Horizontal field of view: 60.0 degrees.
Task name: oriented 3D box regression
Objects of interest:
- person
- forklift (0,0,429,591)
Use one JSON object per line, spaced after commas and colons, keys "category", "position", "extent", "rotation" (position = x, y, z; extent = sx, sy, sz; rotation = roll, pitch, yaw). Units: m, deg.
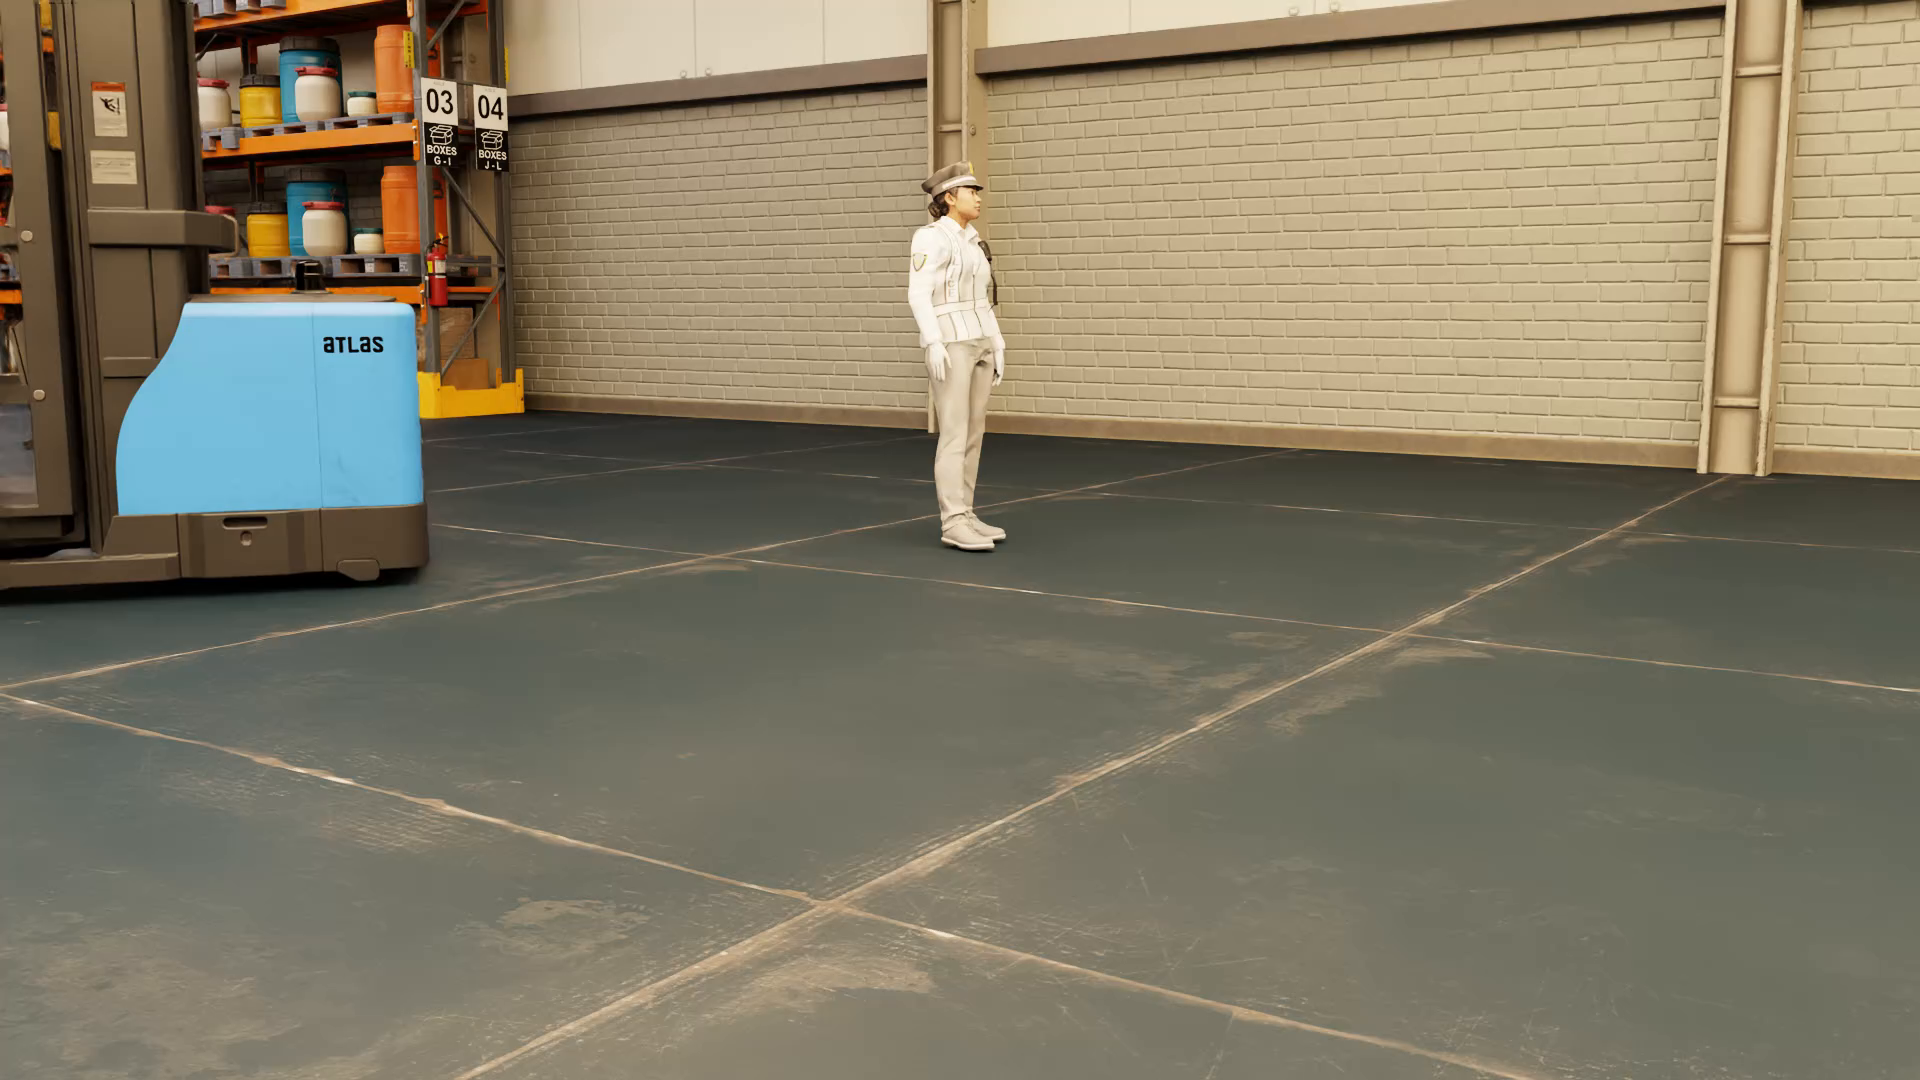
{"category": "person", "position": [0.053, -0.840, 7.439], "extent": [0.530, 1.694, 0.586], "rotation": [5, 10, 34]}
{"category": "forklift", "position": [-3.633, -1.281, 6.200], "extent": [3.031, 2.935, 1.130], "rotation": [-3, 8, -18]}
